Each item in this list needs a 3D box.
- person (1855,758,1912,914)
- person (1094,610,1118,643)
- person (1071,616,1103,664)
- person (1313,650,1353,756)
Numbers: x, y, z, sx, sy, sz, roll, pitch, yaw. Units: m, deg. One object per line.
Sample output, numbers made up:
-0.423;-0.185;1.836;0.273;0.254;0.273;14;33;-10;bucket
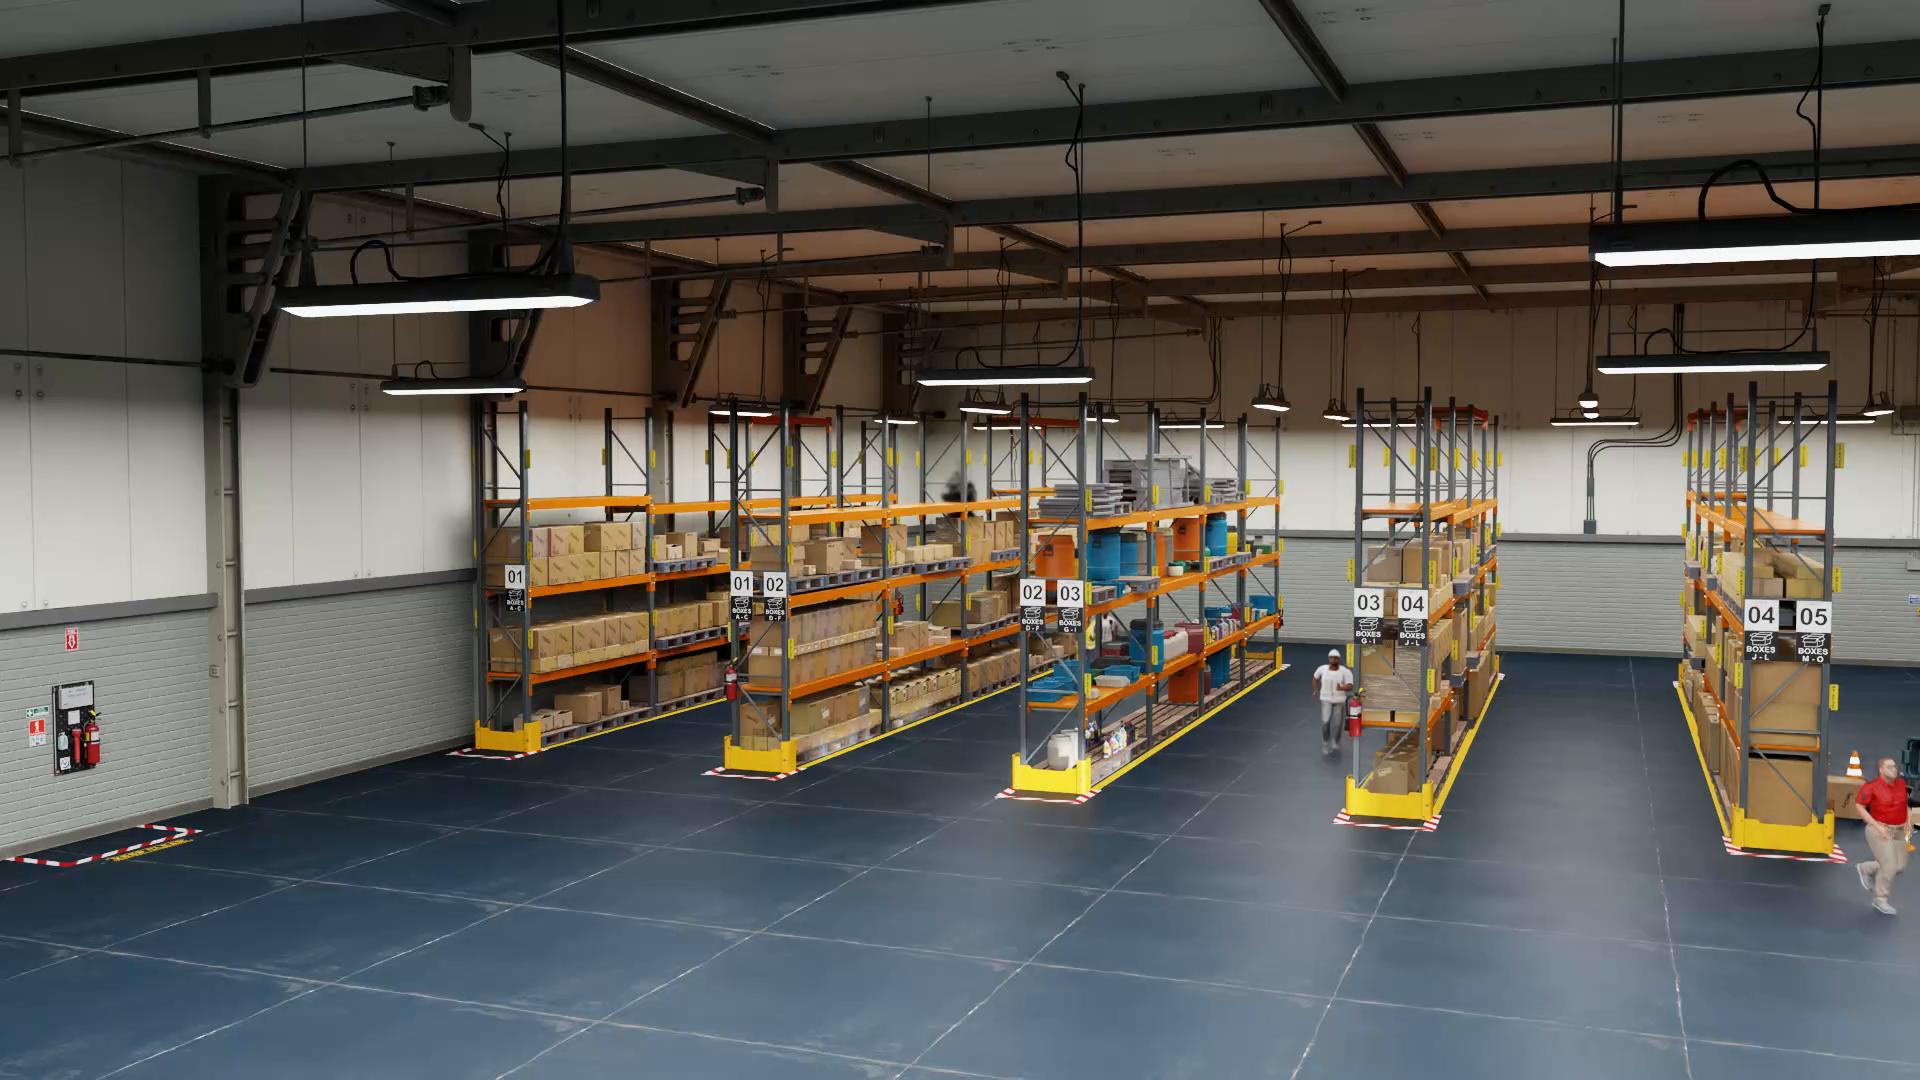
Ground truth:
10.271;3.260;18.573;0.669;1.713;0.667;-1;3;-14;person
3.286;2.337;37.756;0.563;1.745;0.736;1;3;11;person
2.722;2.368;35.853;0.710;1.747;0.963;1;3;12;person
6.311;2.754;28.164;0.671;1.801;0.728;1;3;13;person
